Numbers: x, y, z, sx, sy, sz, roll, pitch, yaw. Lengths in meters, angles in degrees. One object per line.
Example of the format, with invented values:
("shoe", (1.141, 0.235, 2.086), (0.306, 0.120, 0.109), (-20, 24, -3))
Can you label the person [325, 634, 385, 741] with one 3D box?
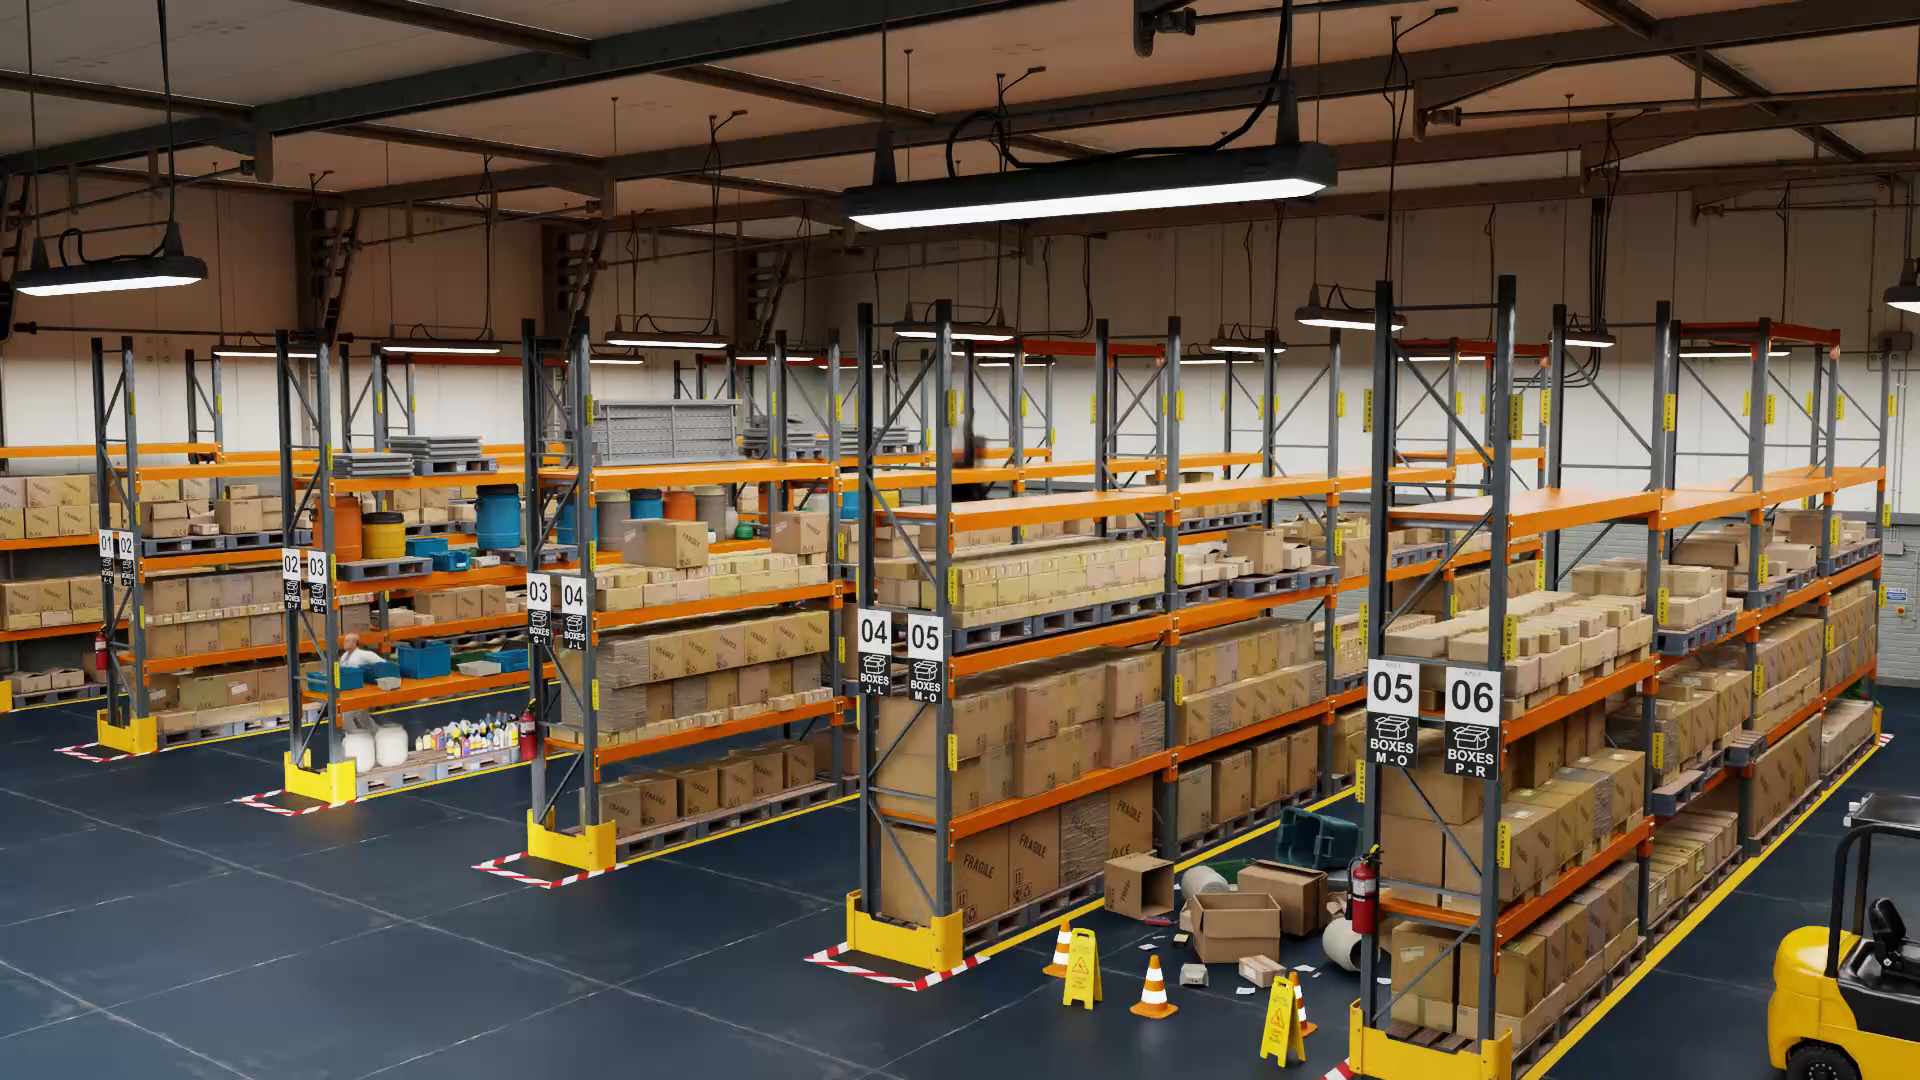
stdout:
("person", (-8.545, 2.225, 23.652), (0.728, 1.805, 0.965), (4, 7, 41))

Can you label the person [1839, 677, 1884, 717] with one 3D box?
("person", (13.988, 2.040, 26.049), (0.717, 1.749, 0.739), (-2, 6, -26))
